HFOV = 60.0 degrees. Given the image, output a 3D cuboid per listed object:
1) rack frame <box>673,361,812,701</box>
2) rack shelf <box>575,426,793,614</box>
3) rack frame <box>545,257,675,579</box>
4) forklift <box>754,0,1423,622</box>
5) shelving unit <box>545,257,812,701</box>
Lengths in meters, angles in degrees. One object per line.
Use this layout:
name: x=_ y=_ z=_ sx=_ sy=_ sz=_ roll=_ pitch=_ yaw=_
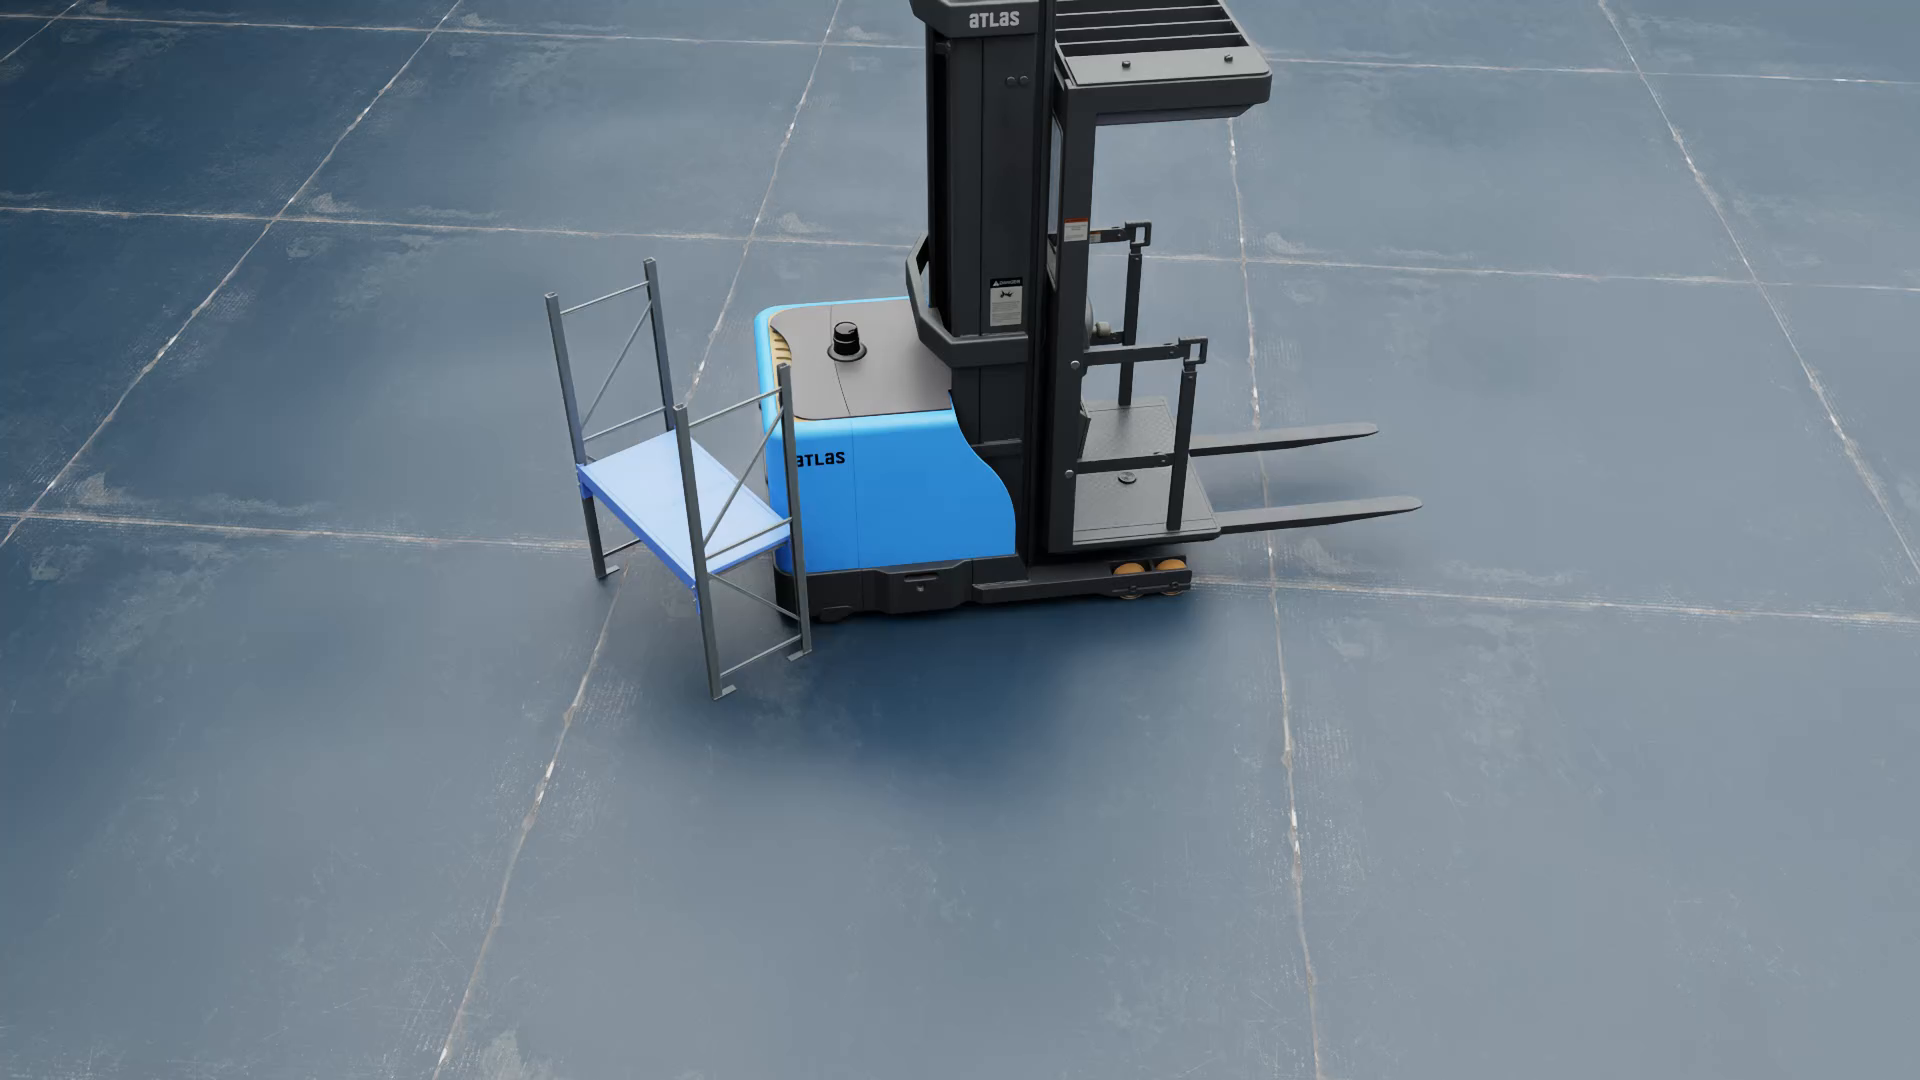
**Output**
rack frame: x=-0.858 y=-0.001 z=6.733 sx=0.500 sy=1.500 sz=0.032 roll=-26 pitch=46 yaw=-29
rack shelf: x=-1.172 y=-0.114 z=7.157 sx=0.538 sy=0.185 sz=1.000 roll=-26 pitch=46 yaw=-29
rack frame: x=-1.486 y=-0.506 z=7.354 sx=0.500 sy=1.500 sz=0.032 roll=-26 pitch=46 yaw=-29
forklift: x=0.617 y=-1.194 z=7.065 sx=3.031 sy=2.935 sz=1.130 roll=-5 pitch=39 yaw=-6
shelving unit: x=-1.172 y=-0.253 z=7.044 sx=0.538 sy=1.500 sz=1.048 roll=-26 pitch=46 yaw=-29
